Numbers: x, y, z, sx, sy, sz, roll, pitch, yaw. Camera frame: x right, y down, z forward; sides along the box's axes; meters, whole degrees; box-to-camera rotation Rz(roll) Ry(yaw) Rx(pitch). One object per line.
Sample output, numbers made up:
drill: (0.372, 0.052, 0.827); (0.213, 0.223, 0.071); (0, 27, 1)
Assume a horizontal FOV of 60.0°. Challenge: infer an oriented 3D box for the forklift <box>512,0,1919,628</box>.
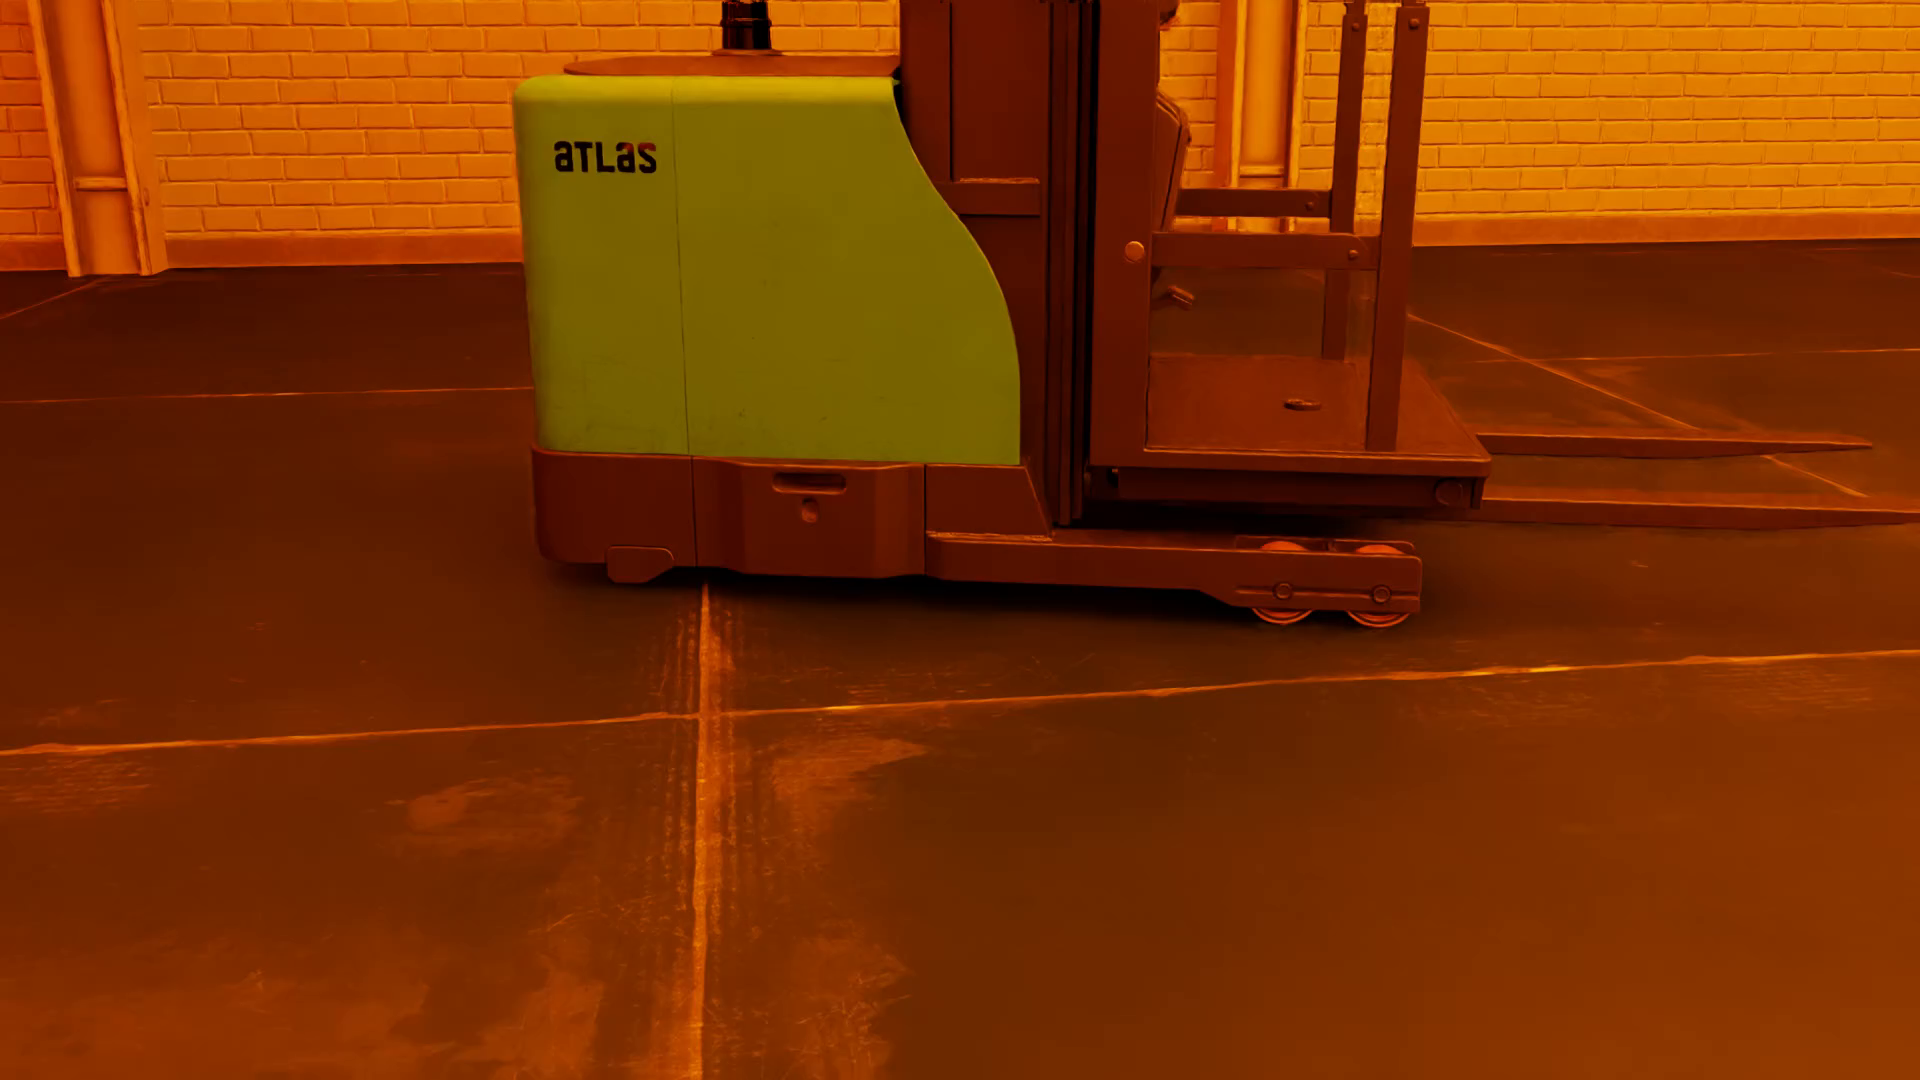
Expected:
forklift: (0.631, -1.388, 3.491); (3.031, 2.935, 1.130); (2, 17, 6)
